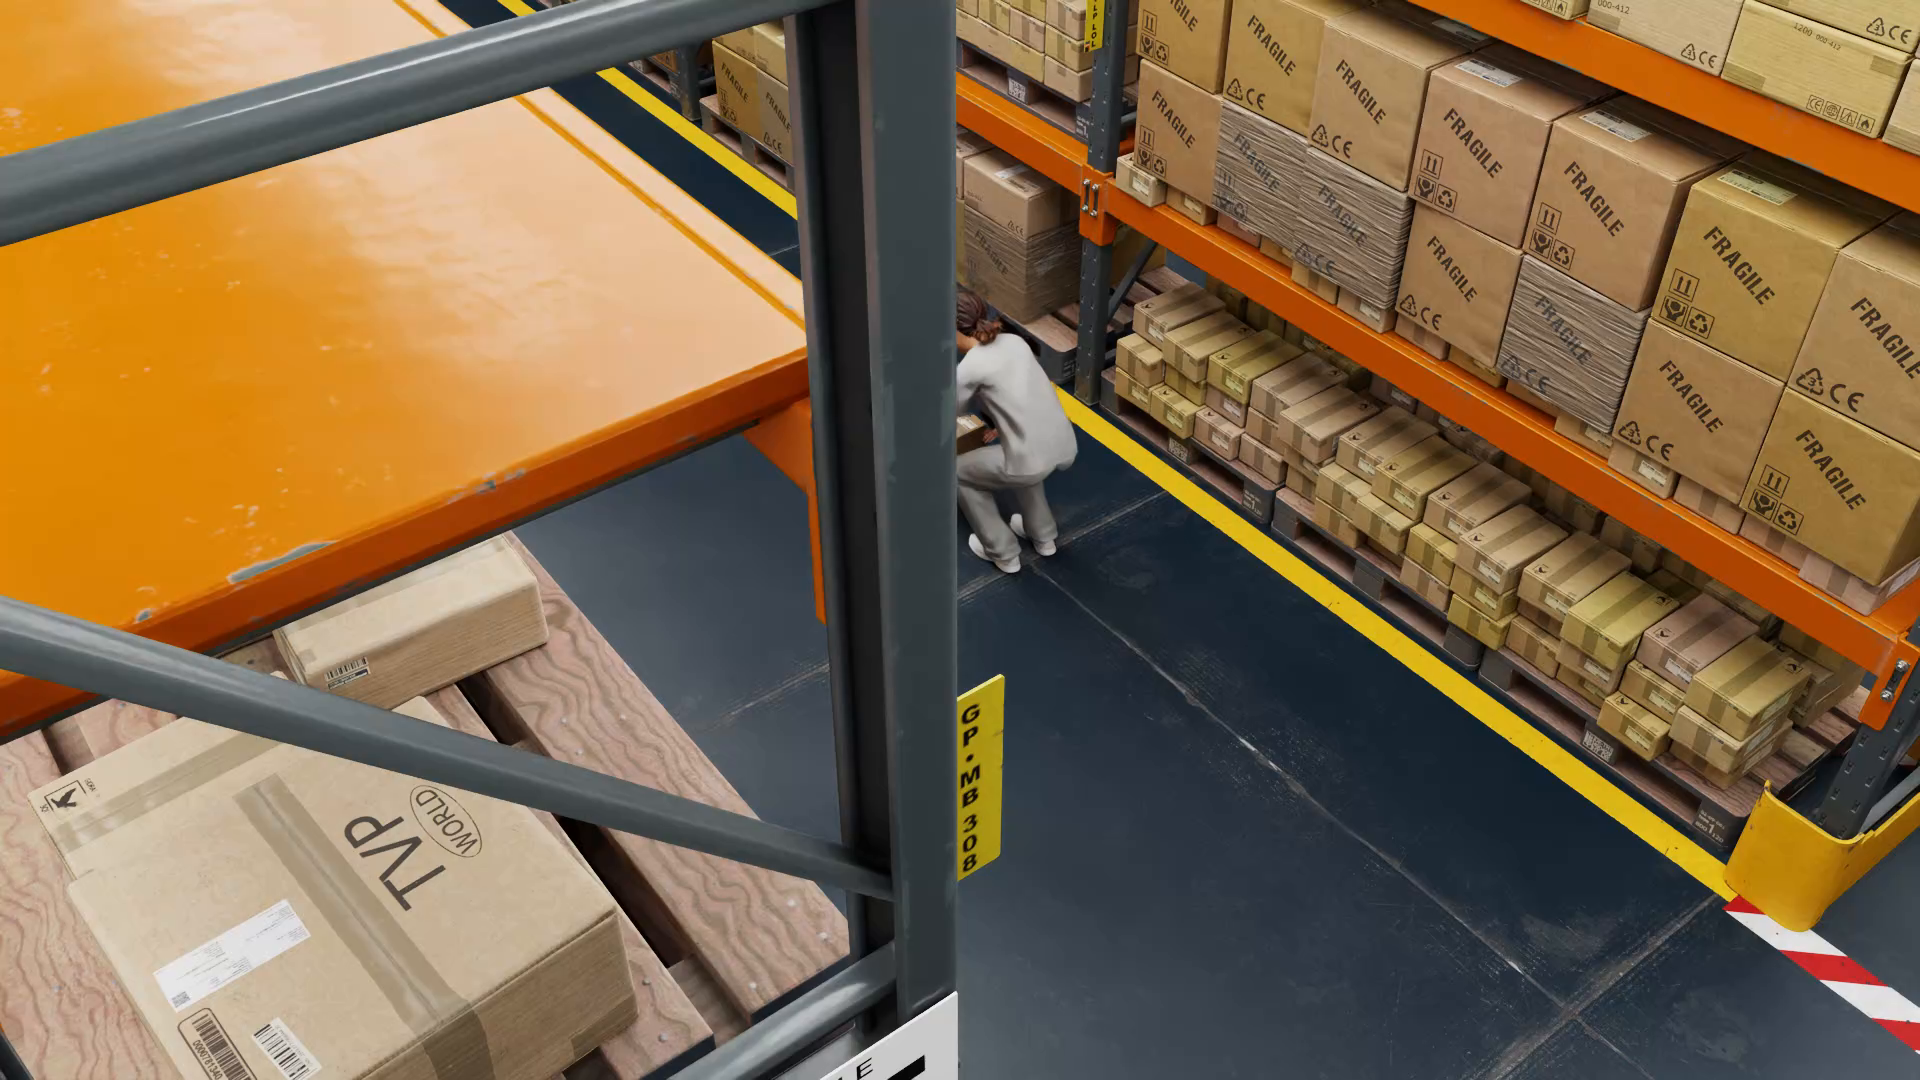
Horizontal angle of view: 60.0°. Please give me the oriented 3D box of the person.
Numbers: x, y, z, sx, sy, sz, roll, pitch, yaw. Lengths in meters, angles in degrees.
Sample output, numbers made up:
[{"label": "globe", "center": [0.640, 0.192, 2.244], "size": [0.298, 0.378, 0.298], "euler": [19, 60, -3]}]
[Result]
[{"label": "person", "center": [0.174, -0.447, 7.296], "size": [0.496, 1.221, 0.716], "euler": [-26, 47, -28]}]
